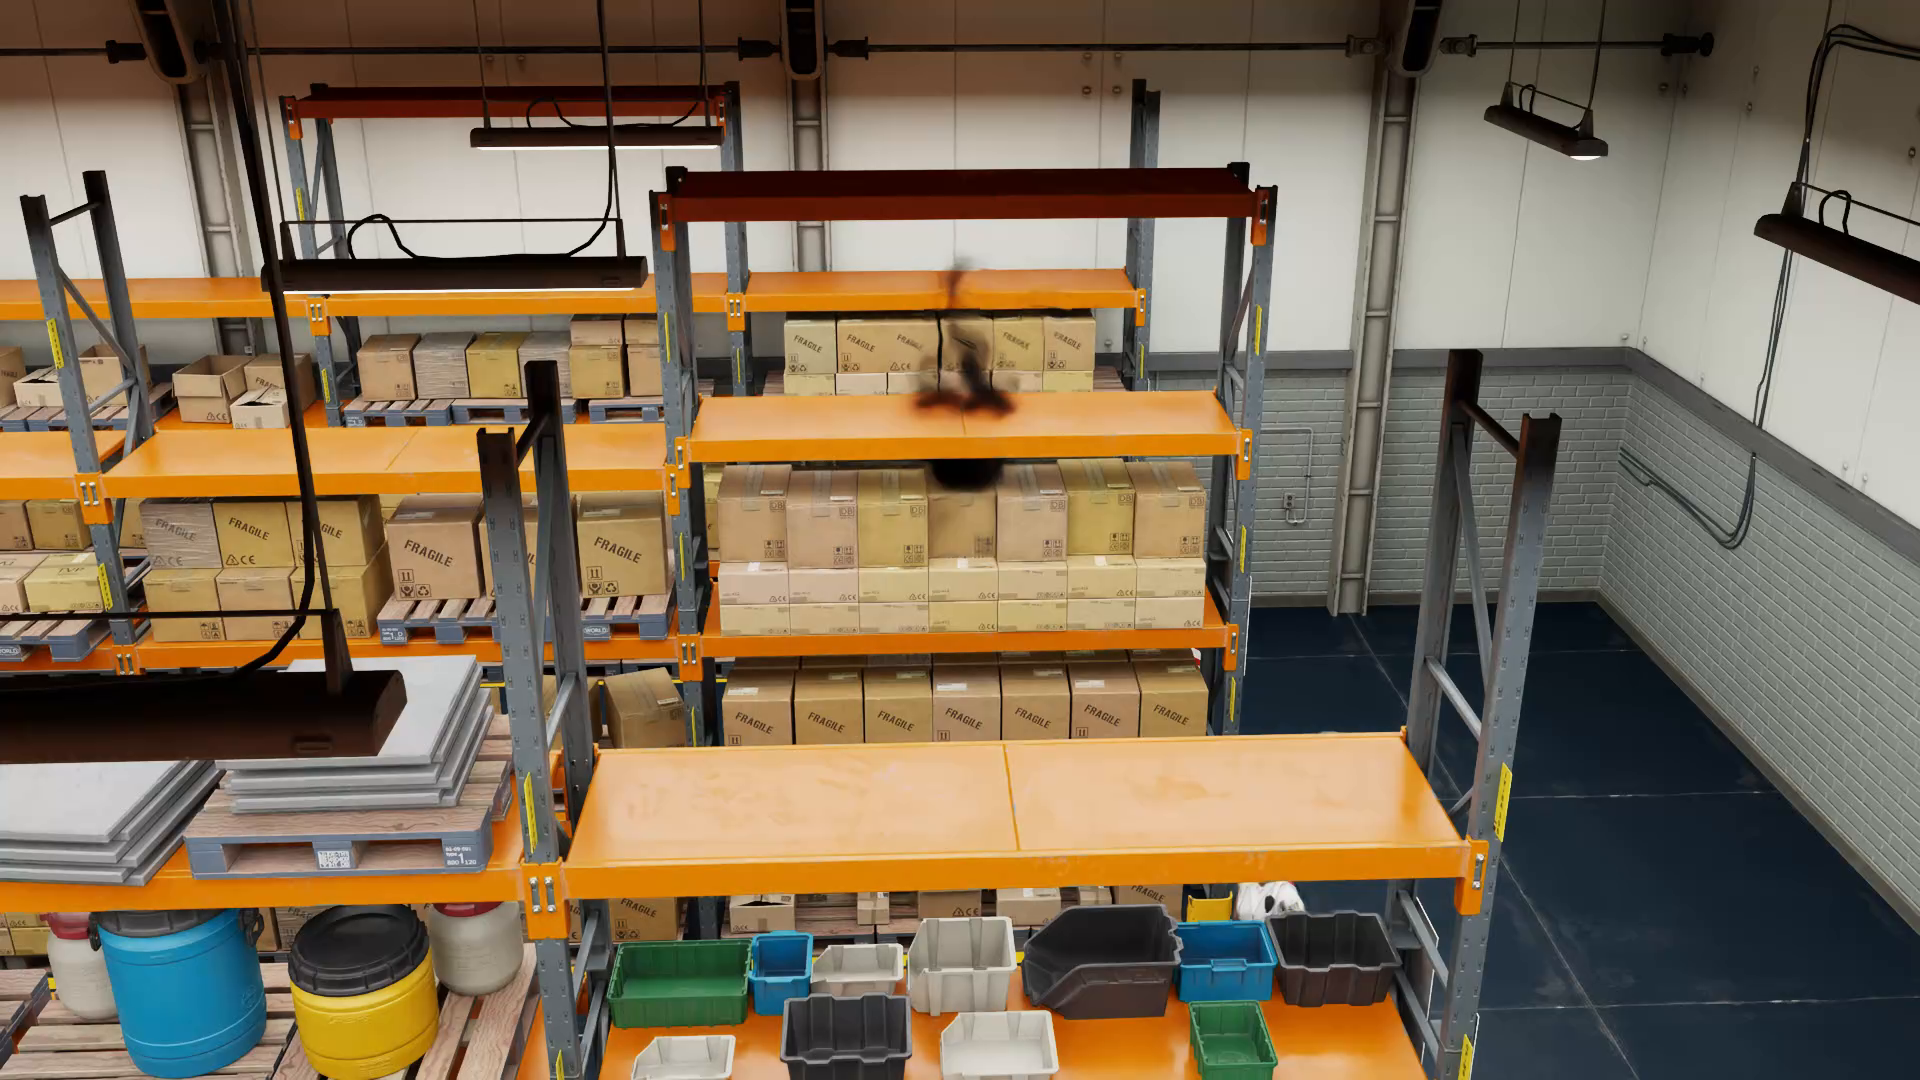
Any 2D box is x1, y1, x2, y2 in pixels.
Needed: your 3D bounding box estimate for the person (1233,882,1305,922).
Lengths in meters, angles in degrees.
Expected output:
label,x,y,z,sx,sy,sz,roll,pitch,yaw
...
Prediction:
label,x,y,z,sx,sy,sz,roll,pitch,yaw
person,2.151,2.913,11.838,0.609,1.663,0.501,18,28,37
